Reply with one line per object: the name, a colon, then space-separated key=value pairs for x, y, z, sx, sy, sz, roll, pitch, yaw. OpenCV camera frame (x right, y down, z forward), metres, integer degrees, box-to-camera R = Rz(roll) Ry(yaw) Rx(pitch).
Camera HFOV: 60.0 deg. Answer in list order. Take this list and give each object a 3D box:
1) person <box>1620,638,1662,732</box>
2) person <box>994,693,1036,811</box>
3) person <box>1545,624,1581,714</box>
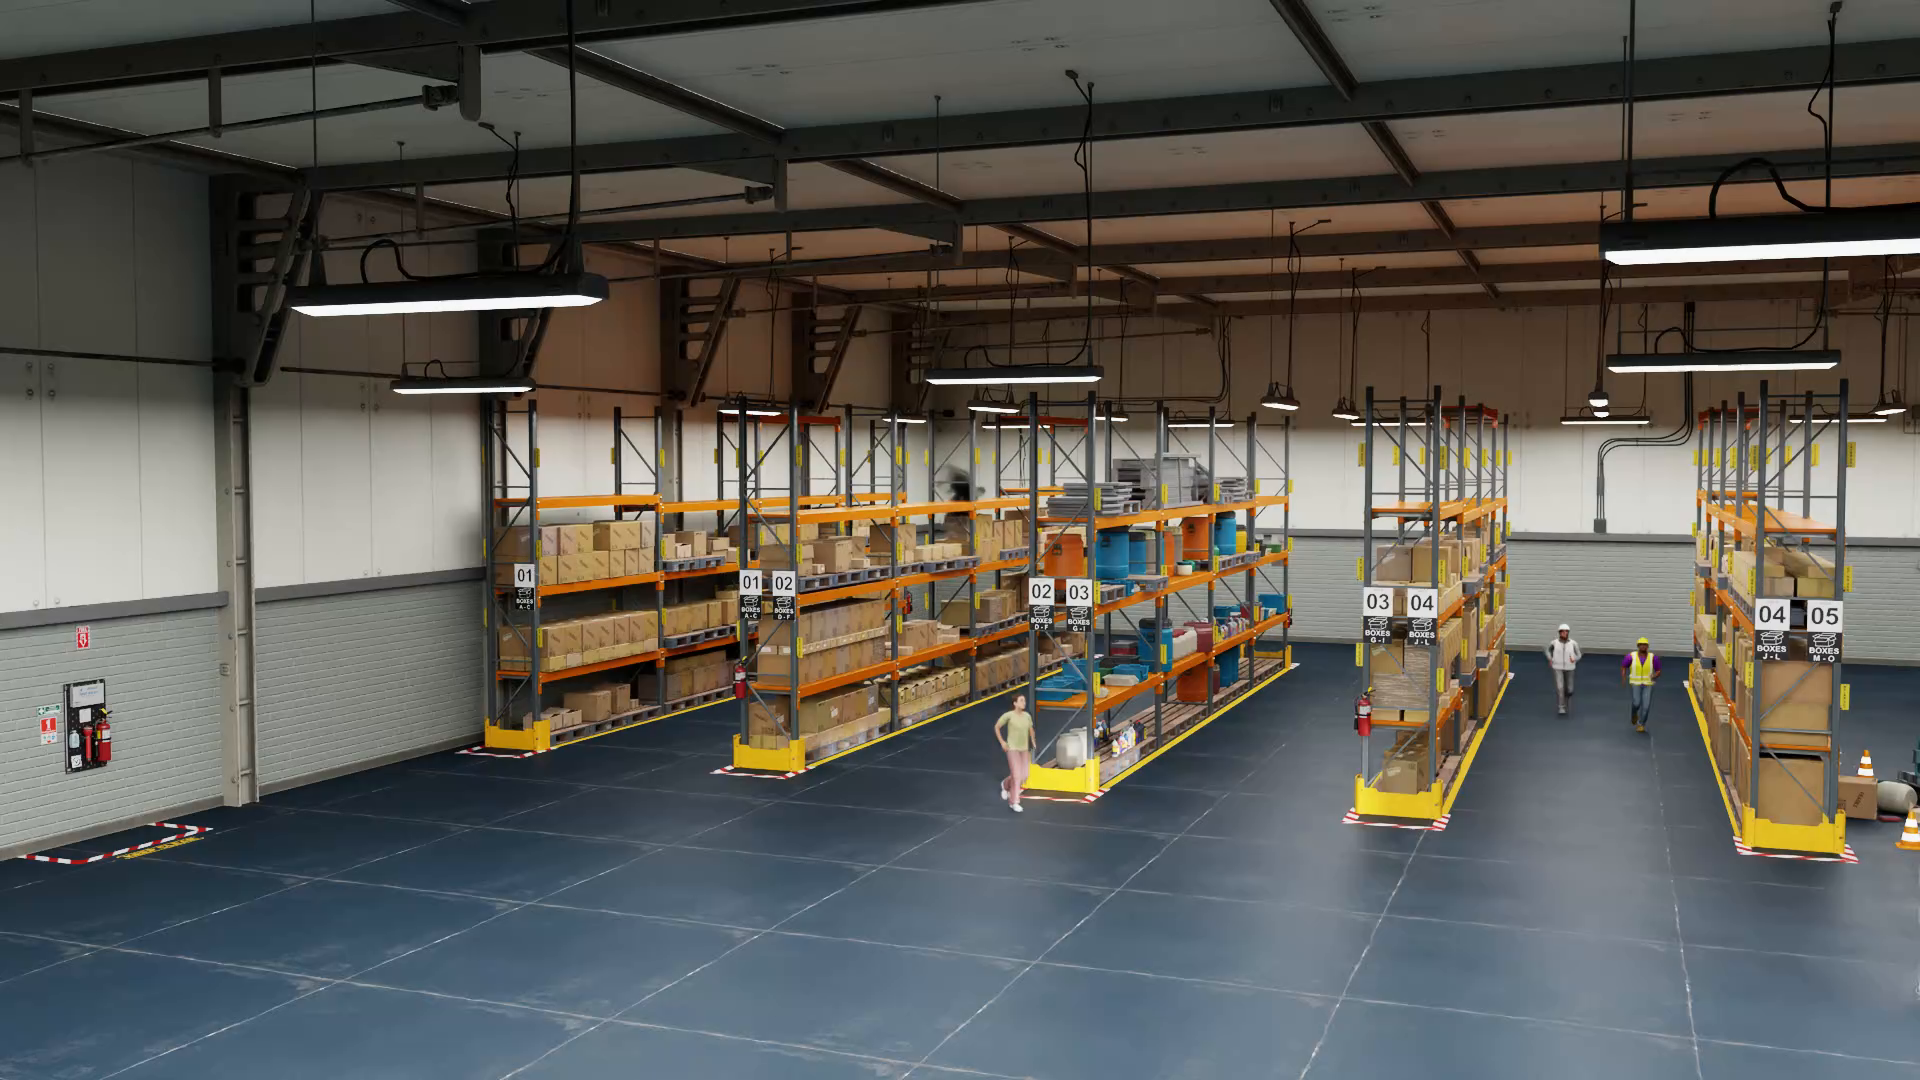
person: x=12.448 y=2.642 z=30.367 sx=0.698 sy=1.720 sz=0.576 roll=1 pitch=3 yaw=17
person: x=0.820 y=3.023 z=23.844 sx=0.634 sy=1.650 sz=0.621 roll=-2 pitch=3 yaw=-28
person: x=11.842 y=2.524 z=32.656 sx=0.668 sy=1.739 sz=0.803 roll=1 pitch=3 yaw=16
